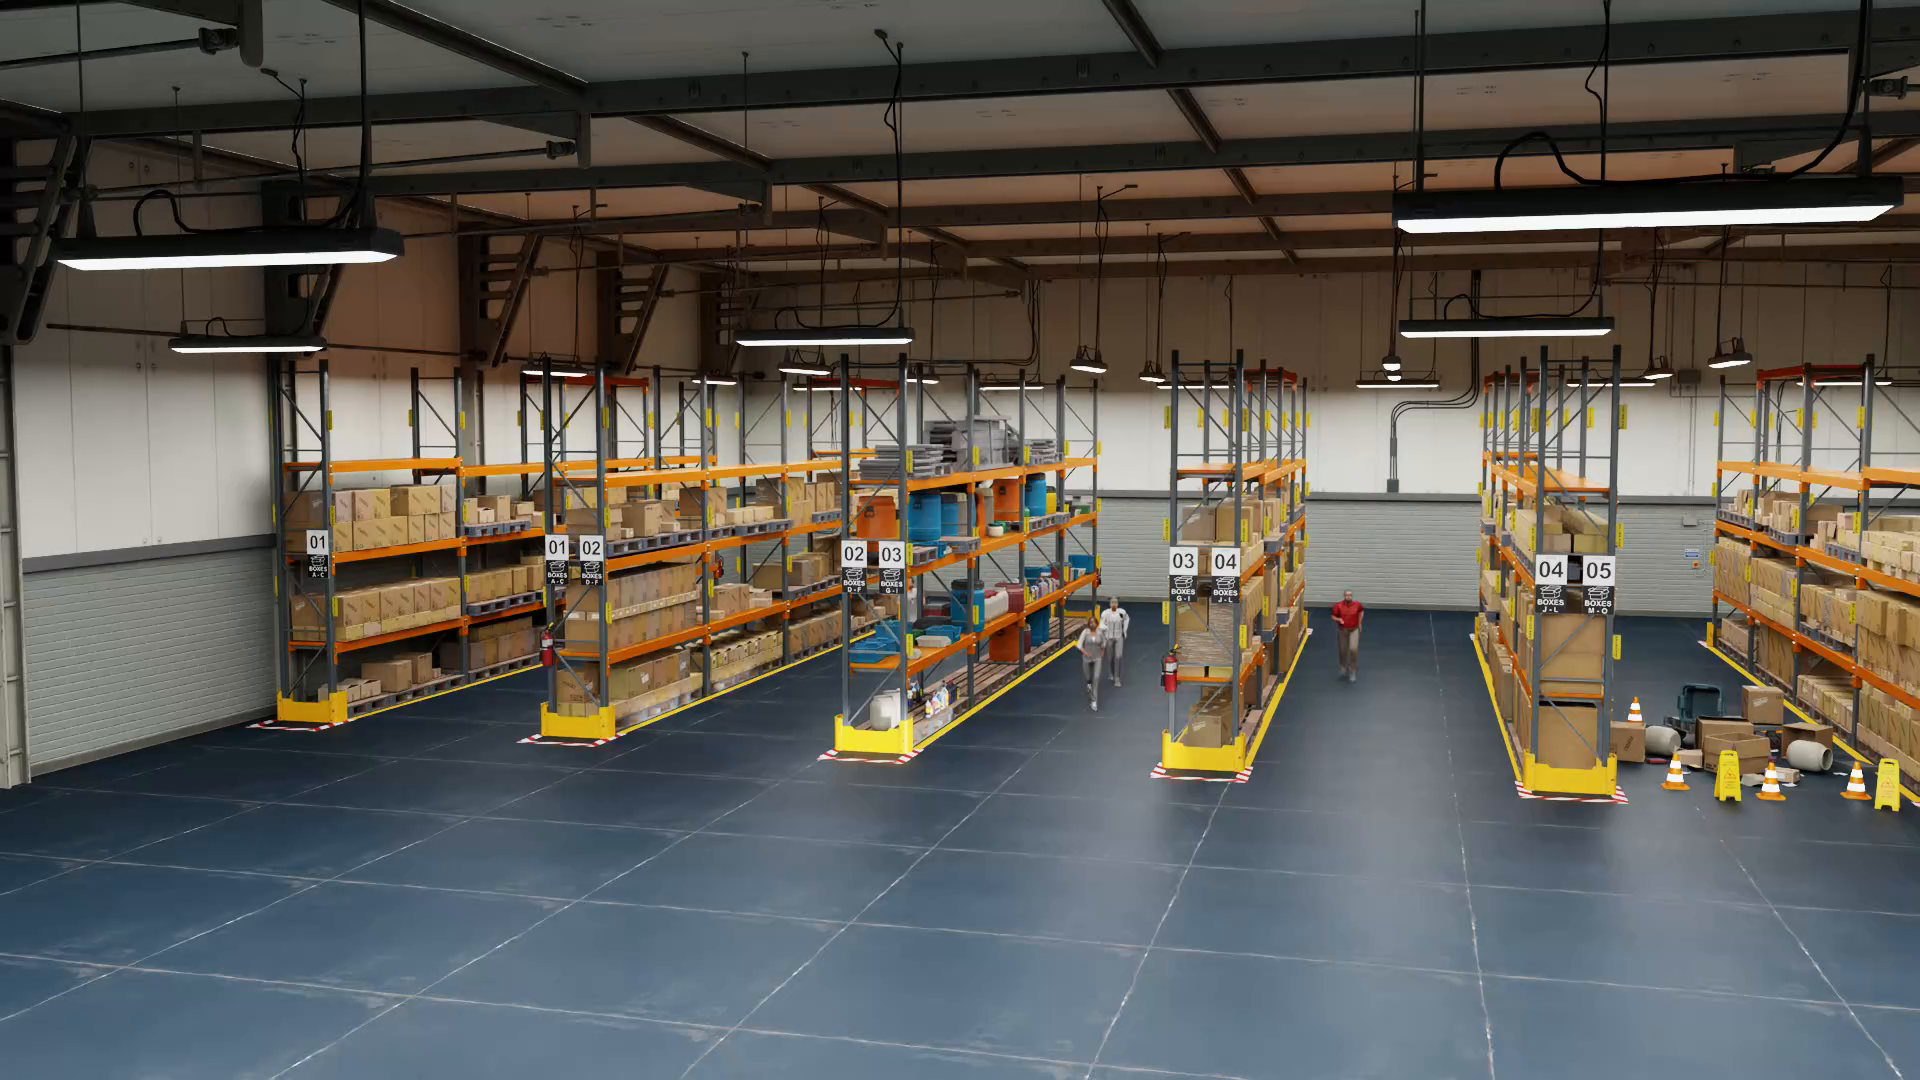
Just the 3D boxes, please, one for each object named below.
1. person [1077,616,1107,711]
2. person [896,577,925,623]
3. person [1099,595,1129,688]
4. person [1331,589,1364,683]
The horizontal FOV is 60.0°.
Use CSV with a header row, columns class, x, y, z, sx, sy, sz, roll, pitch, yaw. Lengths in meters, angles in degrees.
class,x,y,z,sx,sy,sz,roll,pitch,yaw
person,2.309,2.126,29.167,0.513,1.590,1.023,0,4,6
person,-1.060,1.630,35.247,0.583,1.696,0.820,1,4,9
person,2.913,1.886,31.520,0.562,1.719,0.857,1,4,9
person,7.494,1.825,32.197,0.608,1.767,0.909,1,4,15
